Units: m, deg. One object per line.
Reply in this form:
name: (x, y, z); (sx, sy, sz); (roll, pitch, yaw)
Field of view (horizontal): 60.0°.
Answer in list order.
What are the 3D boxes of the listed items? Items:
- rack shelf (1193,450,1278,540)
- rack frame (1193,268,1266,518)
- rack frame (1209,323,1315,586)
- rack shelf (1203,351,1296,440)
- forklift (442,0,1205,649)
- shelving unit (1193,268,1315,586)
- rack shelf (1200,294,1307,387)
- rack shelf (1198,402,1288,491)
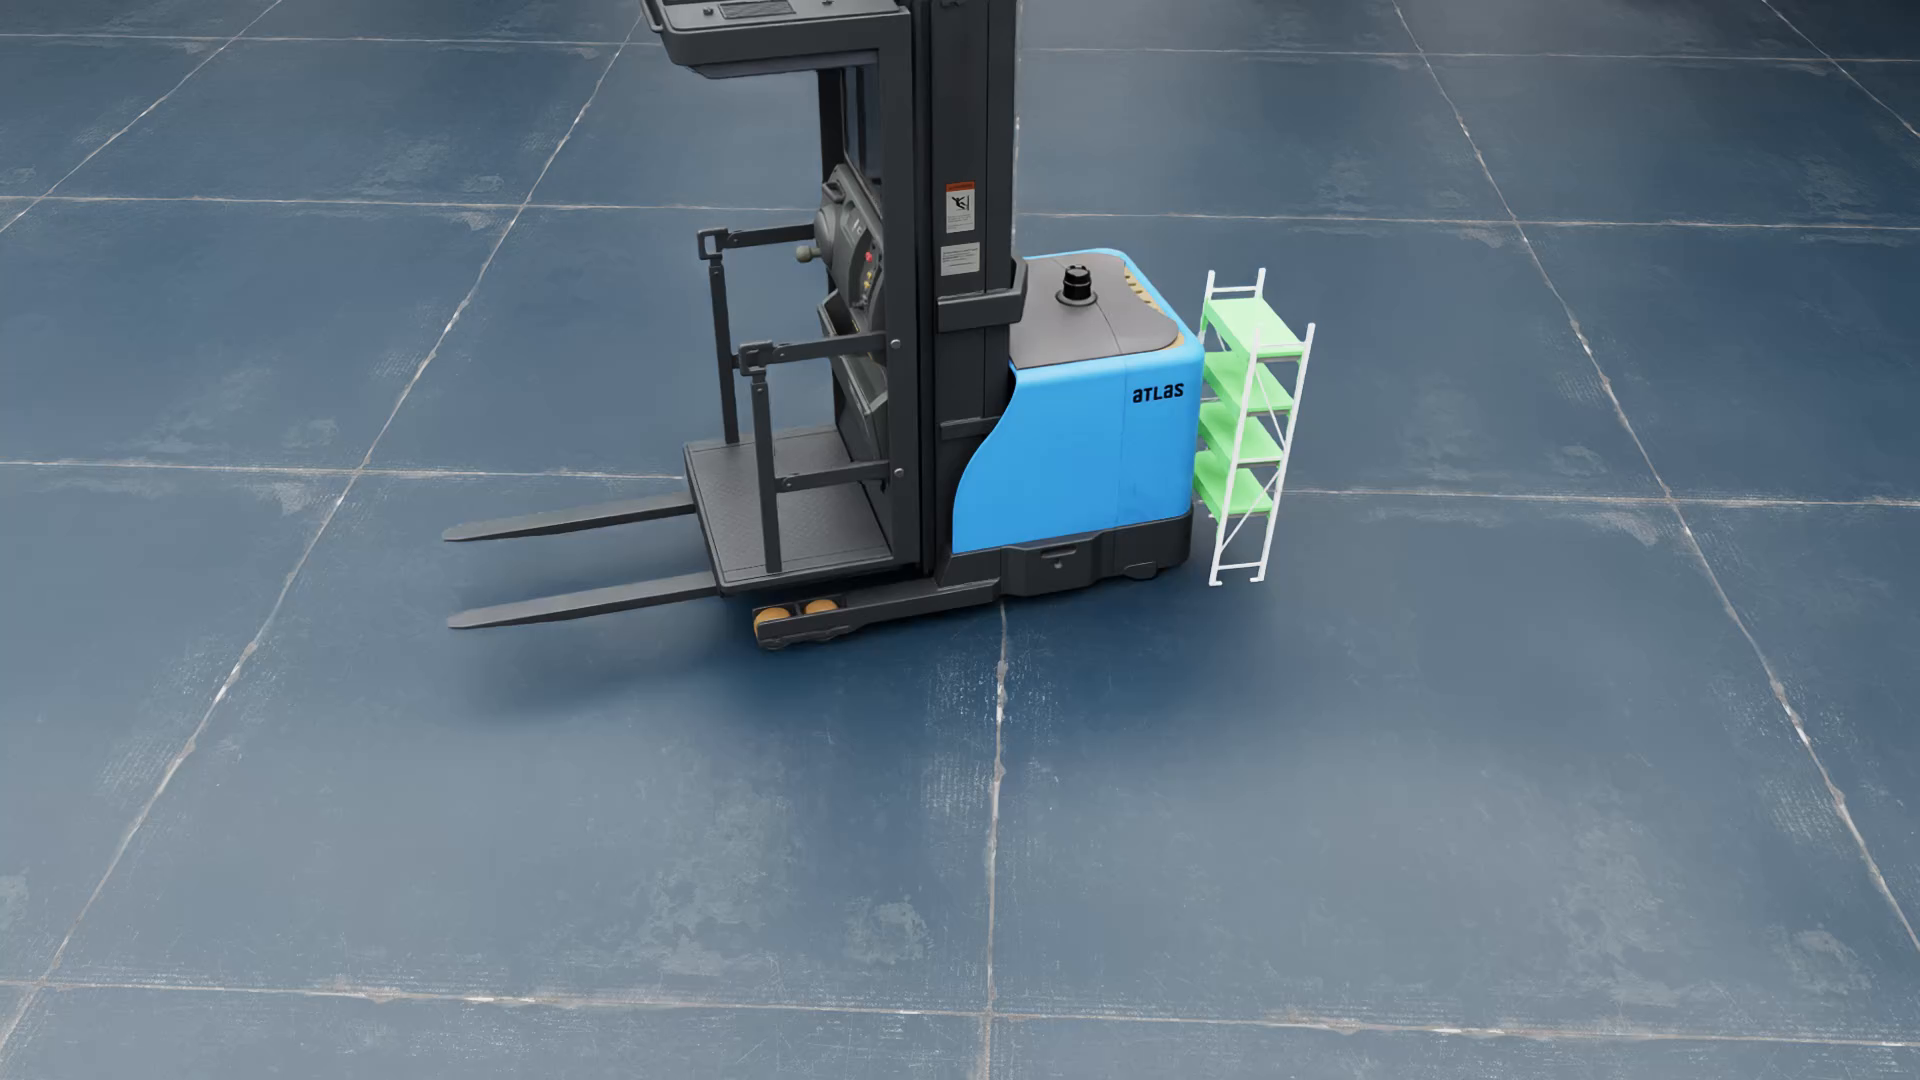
rack shelf: (1.119, -0.204, 7.010); (0.258, 0.148, 0.480); (-5, 35, -14)
rack frame: (1.080, -0.591, 7.033); (0.240, 1.200, 0.015); (-5, 35, -14)
rack frame: (1.197, -0.319, 6.646); (0.240, 1.200, 0.015); (-5, 35, -14)
rack shelf: (1.150, -0.600, 6.741); (0.258, 0.148, 0.480); (-5, 35, -14)
forklift: (-0.602, -1.102, 6.268); (3.031, 2.935, 1.130); (-9, 36, -13)
shelving unit: (1.139, -0.455, 6.840); (0.258, 1.200, 0.503); (-5, 35, -14)
rack shelf: (1.165, -0.798, 6.606); (0.258, 0.148, 0.480); (-5, 35, -14)
rack shelf: (1.135, -0.402, 6.876); (0.258, 0.148, 0.480); (-5, 35, -14)
